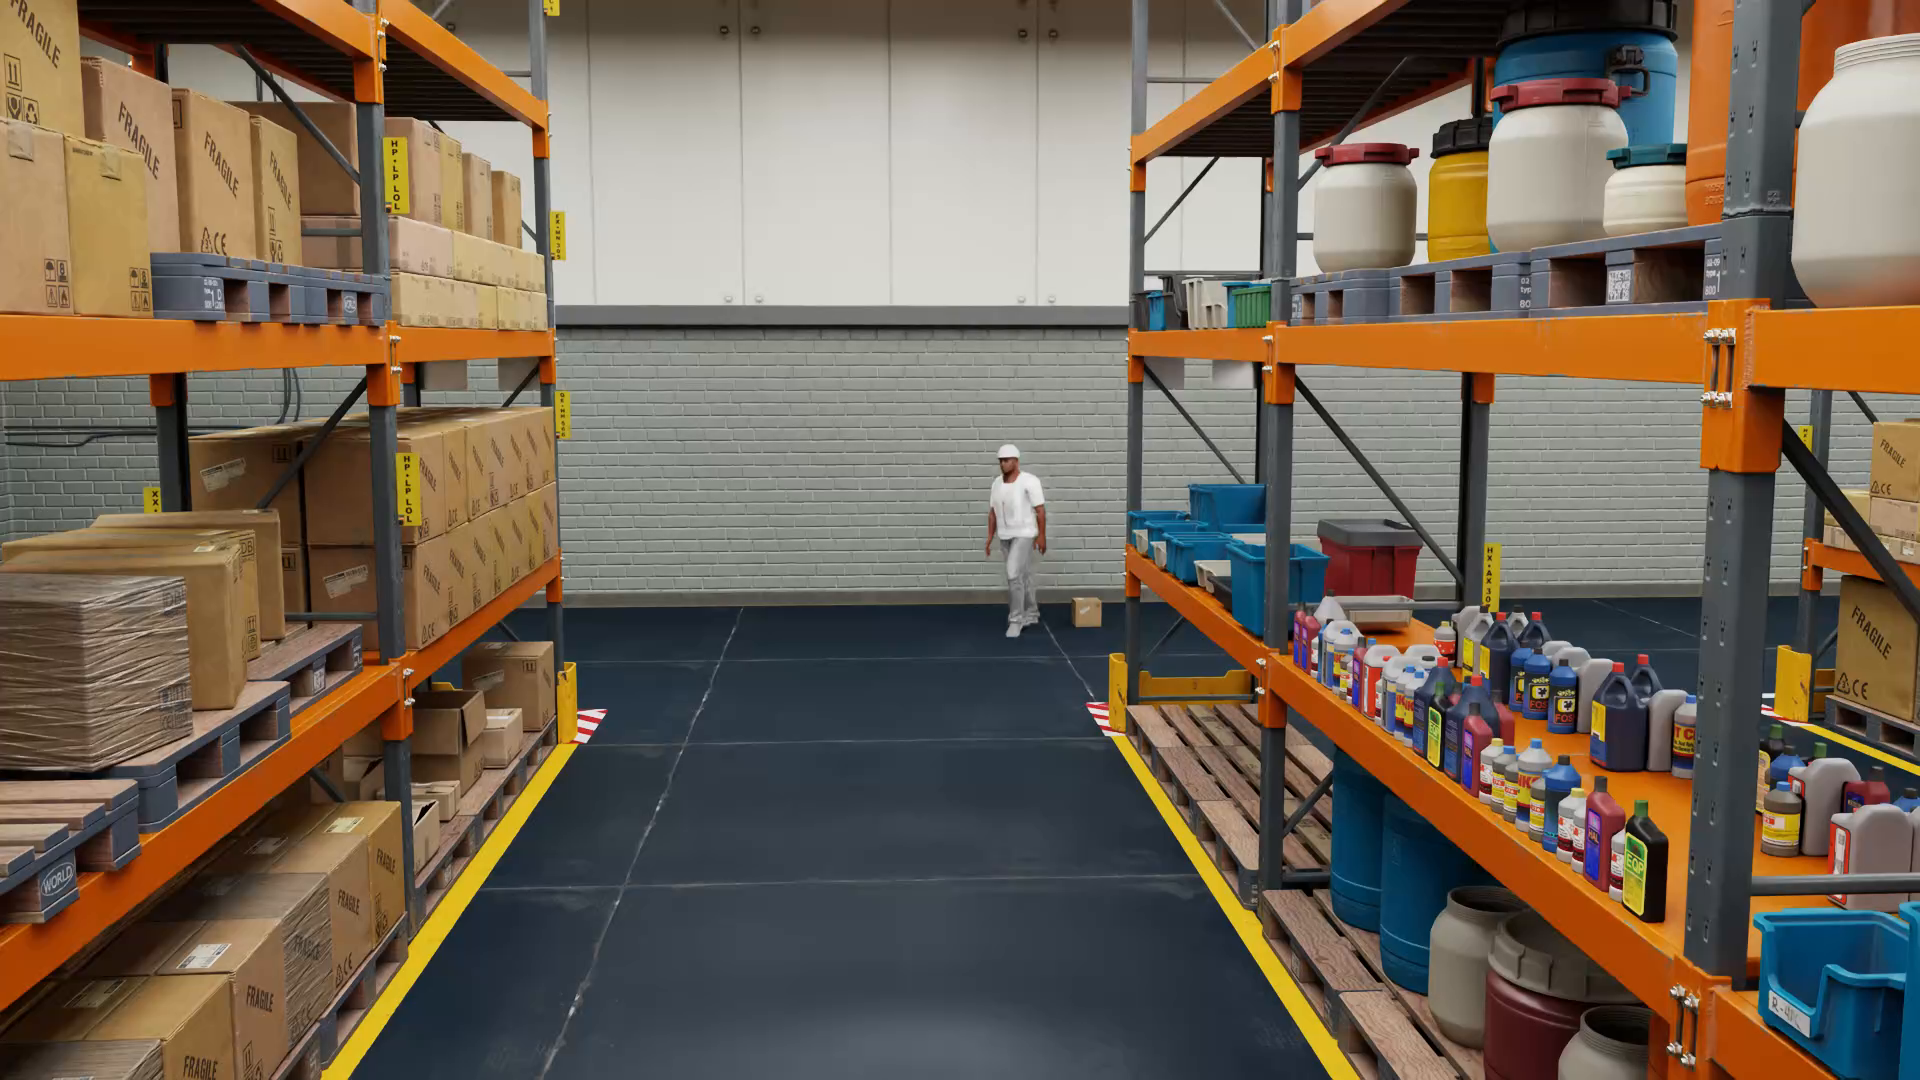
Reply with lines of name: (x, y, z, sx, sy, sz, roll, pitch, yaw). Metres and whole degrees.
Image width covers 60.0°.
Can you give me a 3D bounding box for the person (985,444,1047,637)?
person: (0.528, -0.008, 15.748, 0.613, 1.799, 0.567, -6, 9, -40)
